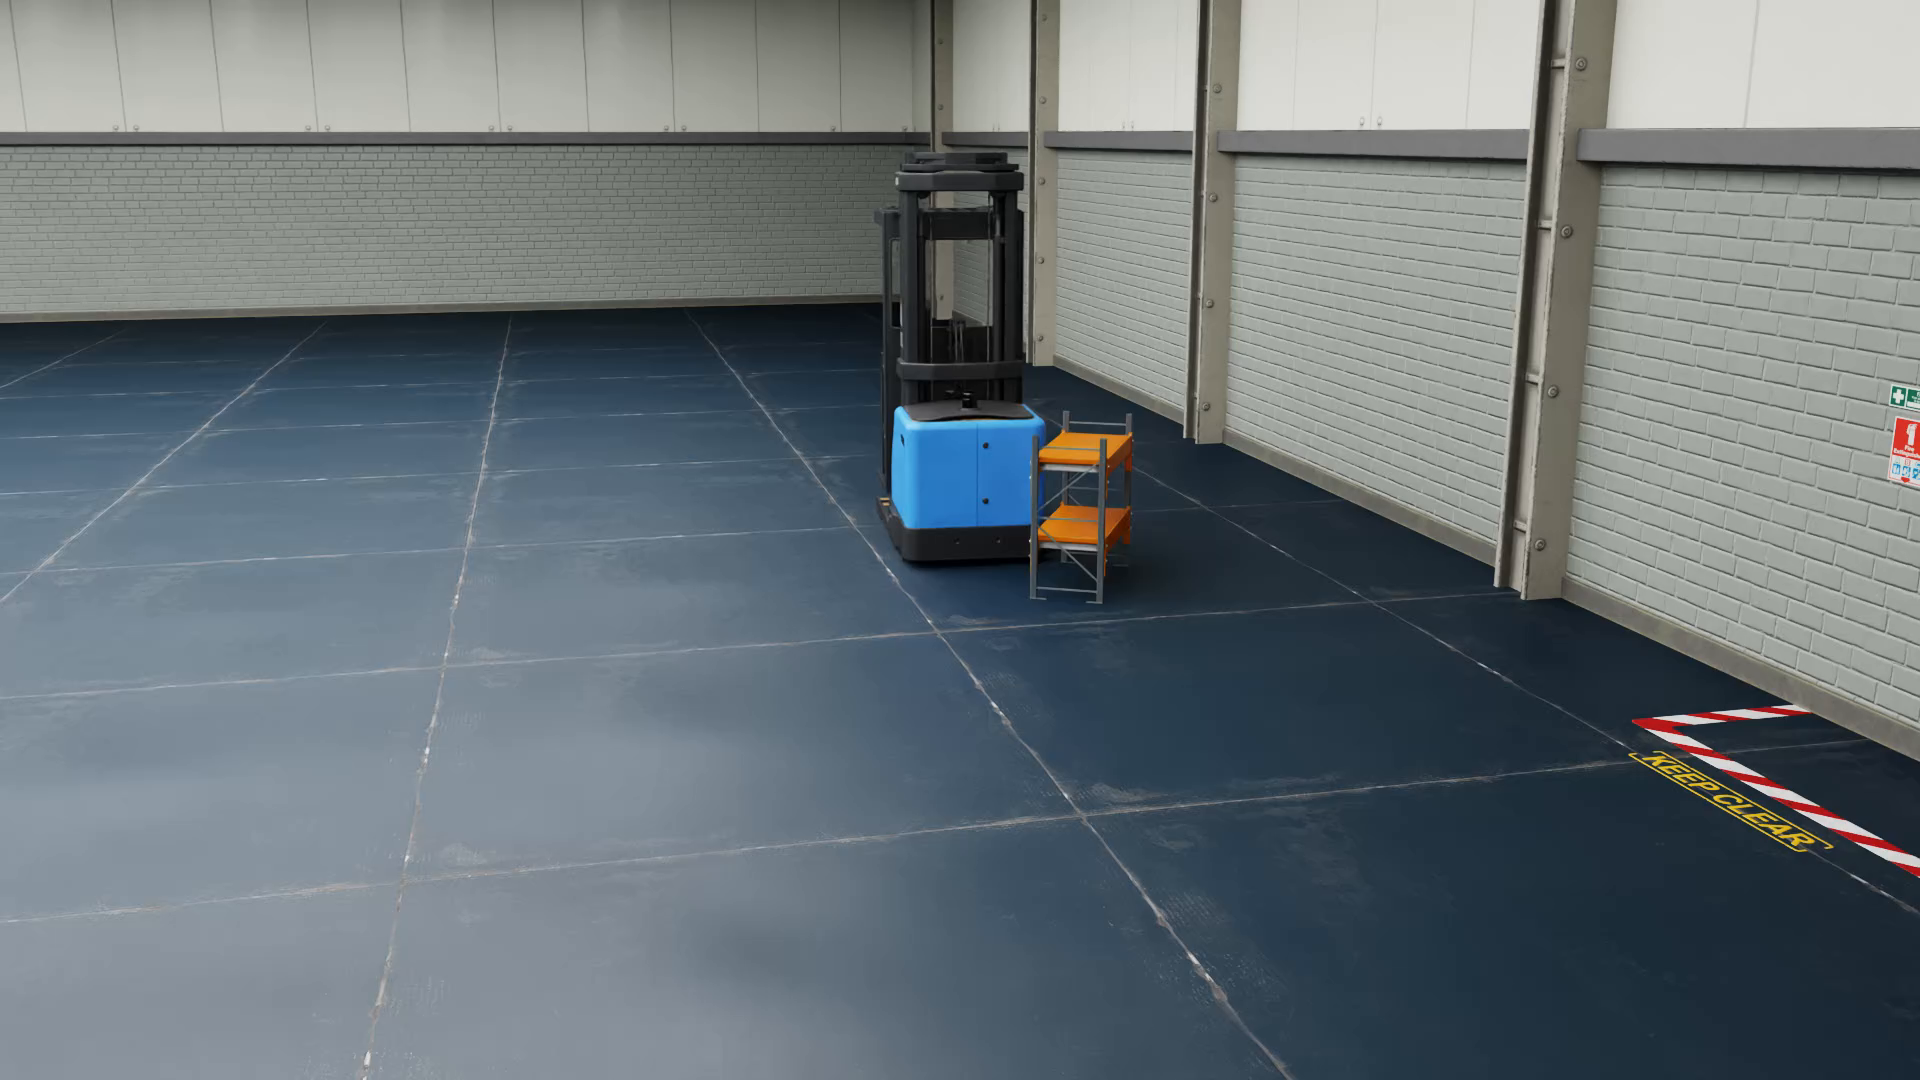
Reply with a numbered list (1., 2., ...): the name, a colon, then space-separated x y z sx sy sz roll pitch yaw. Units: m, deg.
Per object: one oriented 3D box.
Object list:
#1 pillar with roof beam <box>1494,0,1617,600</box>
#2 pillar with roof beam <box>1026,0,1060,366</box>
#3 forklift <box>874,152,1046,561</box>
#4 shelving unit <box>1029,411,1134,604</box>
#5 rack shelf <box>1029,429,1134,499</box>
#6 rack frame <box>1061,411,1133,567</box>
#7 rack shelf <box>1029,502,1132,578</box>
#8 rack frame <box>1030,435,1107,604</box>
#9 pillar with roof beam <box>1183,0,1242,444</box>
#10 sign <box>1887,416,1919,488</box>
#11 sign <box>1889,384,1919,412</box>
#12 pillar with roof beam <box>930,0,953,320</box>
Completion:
1. pillar with roof beam: -0.257 -3.779 9.433 9.100 9.000 0.400 -3 14 -13
2. pillar with roof beam: -3.076 -6.547 20.764 9.100 9.000 0.400 -3 14 -13
3. forklift: -0.089 -1.570 13.180 1.130 2.935 3.031 -2 14 -8
4. shelving unit: 0.855 -0.250 11.582 0.538 1.125 1.048 4 14 15
5. rack shelf: 0.855 -0.535 11.512 0.538 0.278 1.000 4 14 15
6. rack frame: 0.989 -0.367 12.058 0.500 1.125 0.032 4 14 15
7. rack shelf: 0.855 -0.013 11.640 0.538 0.278 1.000 4 14 15
8. rack frame: 0.721 -0.134 11.106 0.500 1.125 0.032 4 14 15
9. pillar with roof beam: -1.667 -5.163 15.099 9.100 9.000 0.400 -3 14 -13
10. sign: 4.763 -0.443 8.345 0.001 0.329 0.234 -3 14 -13
11. sign: 4.756 -0.699 8.276 0.001 0.109 0.331 -3 14 -13
12. pillar with roof beam: -4.485 -7.931 26.430 9.100 9.000 0.400 -3 14 -13
